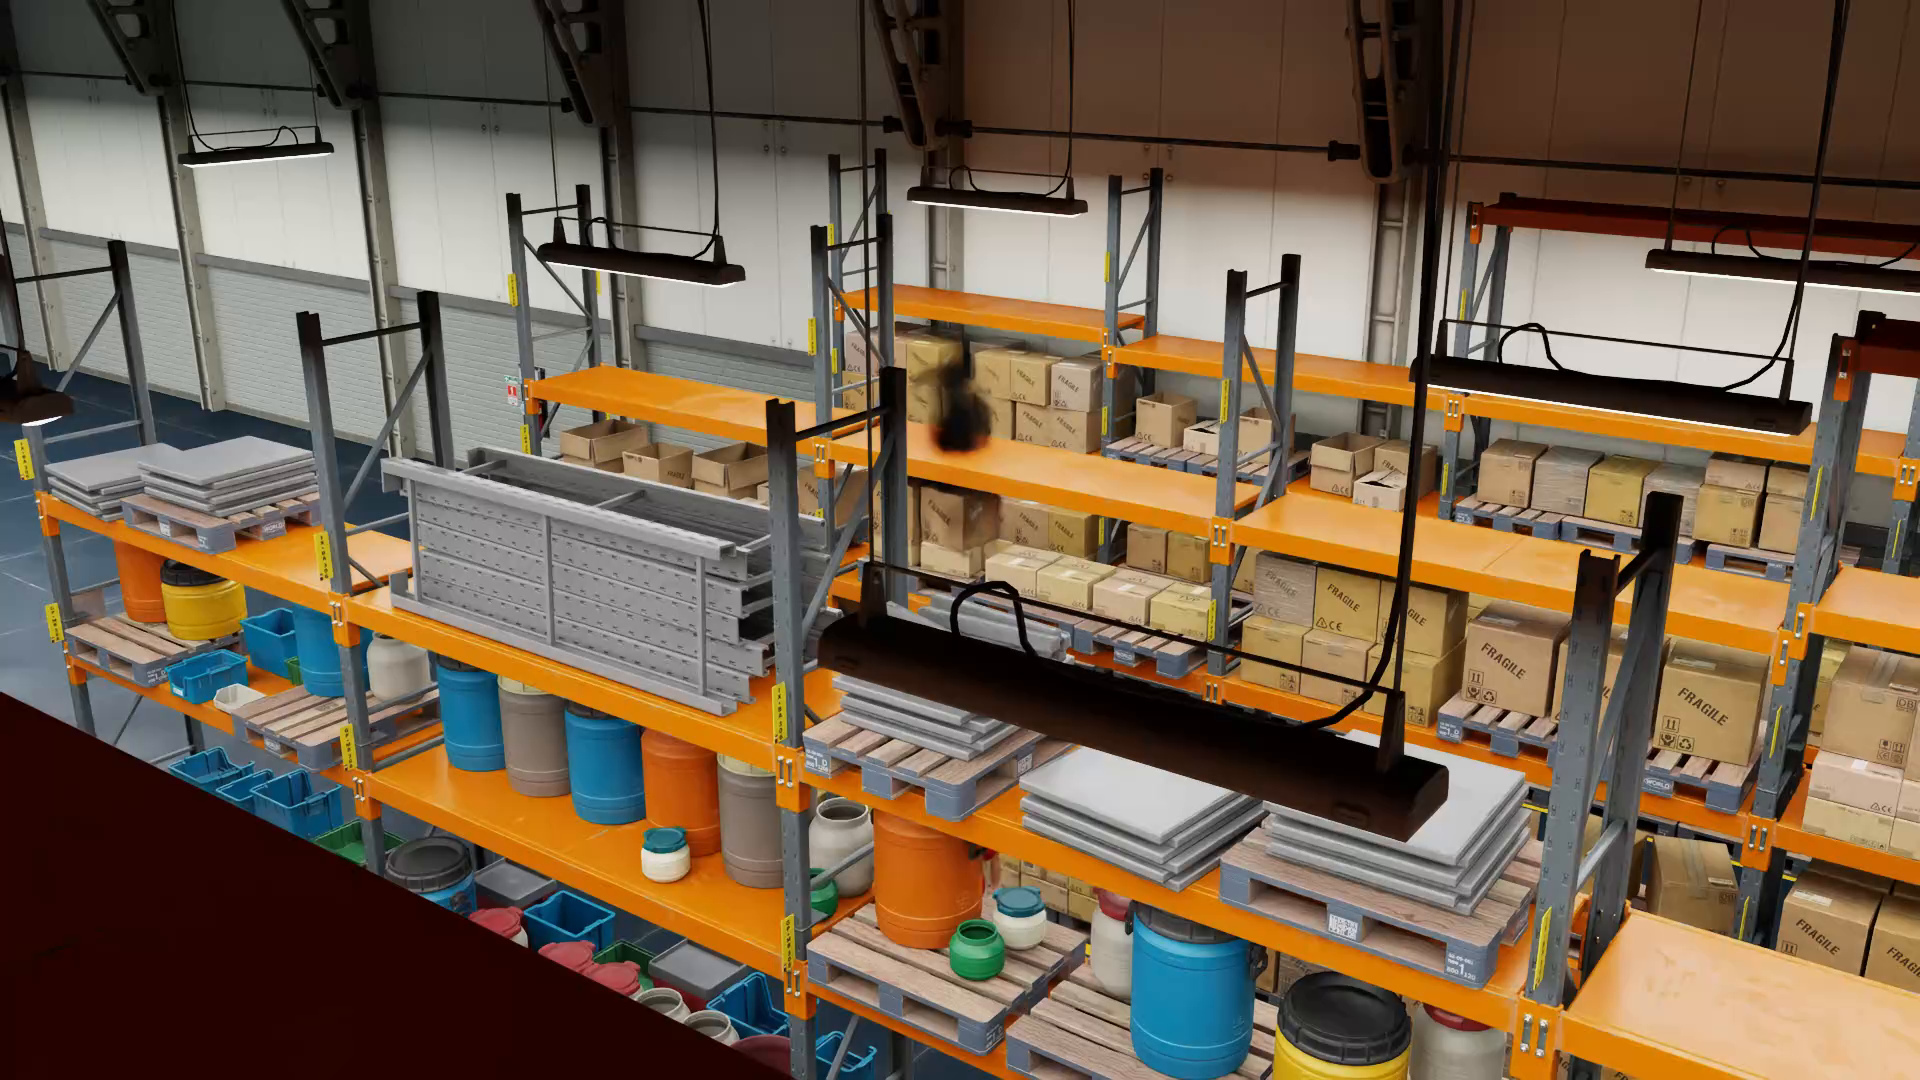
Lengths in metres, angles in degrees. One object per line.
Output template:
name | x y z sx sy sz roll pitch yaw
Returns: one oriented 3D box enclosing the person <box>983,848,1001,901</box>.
person | 0.087 3.022 13.487 0.717 1.660 0.636 6 19 17
